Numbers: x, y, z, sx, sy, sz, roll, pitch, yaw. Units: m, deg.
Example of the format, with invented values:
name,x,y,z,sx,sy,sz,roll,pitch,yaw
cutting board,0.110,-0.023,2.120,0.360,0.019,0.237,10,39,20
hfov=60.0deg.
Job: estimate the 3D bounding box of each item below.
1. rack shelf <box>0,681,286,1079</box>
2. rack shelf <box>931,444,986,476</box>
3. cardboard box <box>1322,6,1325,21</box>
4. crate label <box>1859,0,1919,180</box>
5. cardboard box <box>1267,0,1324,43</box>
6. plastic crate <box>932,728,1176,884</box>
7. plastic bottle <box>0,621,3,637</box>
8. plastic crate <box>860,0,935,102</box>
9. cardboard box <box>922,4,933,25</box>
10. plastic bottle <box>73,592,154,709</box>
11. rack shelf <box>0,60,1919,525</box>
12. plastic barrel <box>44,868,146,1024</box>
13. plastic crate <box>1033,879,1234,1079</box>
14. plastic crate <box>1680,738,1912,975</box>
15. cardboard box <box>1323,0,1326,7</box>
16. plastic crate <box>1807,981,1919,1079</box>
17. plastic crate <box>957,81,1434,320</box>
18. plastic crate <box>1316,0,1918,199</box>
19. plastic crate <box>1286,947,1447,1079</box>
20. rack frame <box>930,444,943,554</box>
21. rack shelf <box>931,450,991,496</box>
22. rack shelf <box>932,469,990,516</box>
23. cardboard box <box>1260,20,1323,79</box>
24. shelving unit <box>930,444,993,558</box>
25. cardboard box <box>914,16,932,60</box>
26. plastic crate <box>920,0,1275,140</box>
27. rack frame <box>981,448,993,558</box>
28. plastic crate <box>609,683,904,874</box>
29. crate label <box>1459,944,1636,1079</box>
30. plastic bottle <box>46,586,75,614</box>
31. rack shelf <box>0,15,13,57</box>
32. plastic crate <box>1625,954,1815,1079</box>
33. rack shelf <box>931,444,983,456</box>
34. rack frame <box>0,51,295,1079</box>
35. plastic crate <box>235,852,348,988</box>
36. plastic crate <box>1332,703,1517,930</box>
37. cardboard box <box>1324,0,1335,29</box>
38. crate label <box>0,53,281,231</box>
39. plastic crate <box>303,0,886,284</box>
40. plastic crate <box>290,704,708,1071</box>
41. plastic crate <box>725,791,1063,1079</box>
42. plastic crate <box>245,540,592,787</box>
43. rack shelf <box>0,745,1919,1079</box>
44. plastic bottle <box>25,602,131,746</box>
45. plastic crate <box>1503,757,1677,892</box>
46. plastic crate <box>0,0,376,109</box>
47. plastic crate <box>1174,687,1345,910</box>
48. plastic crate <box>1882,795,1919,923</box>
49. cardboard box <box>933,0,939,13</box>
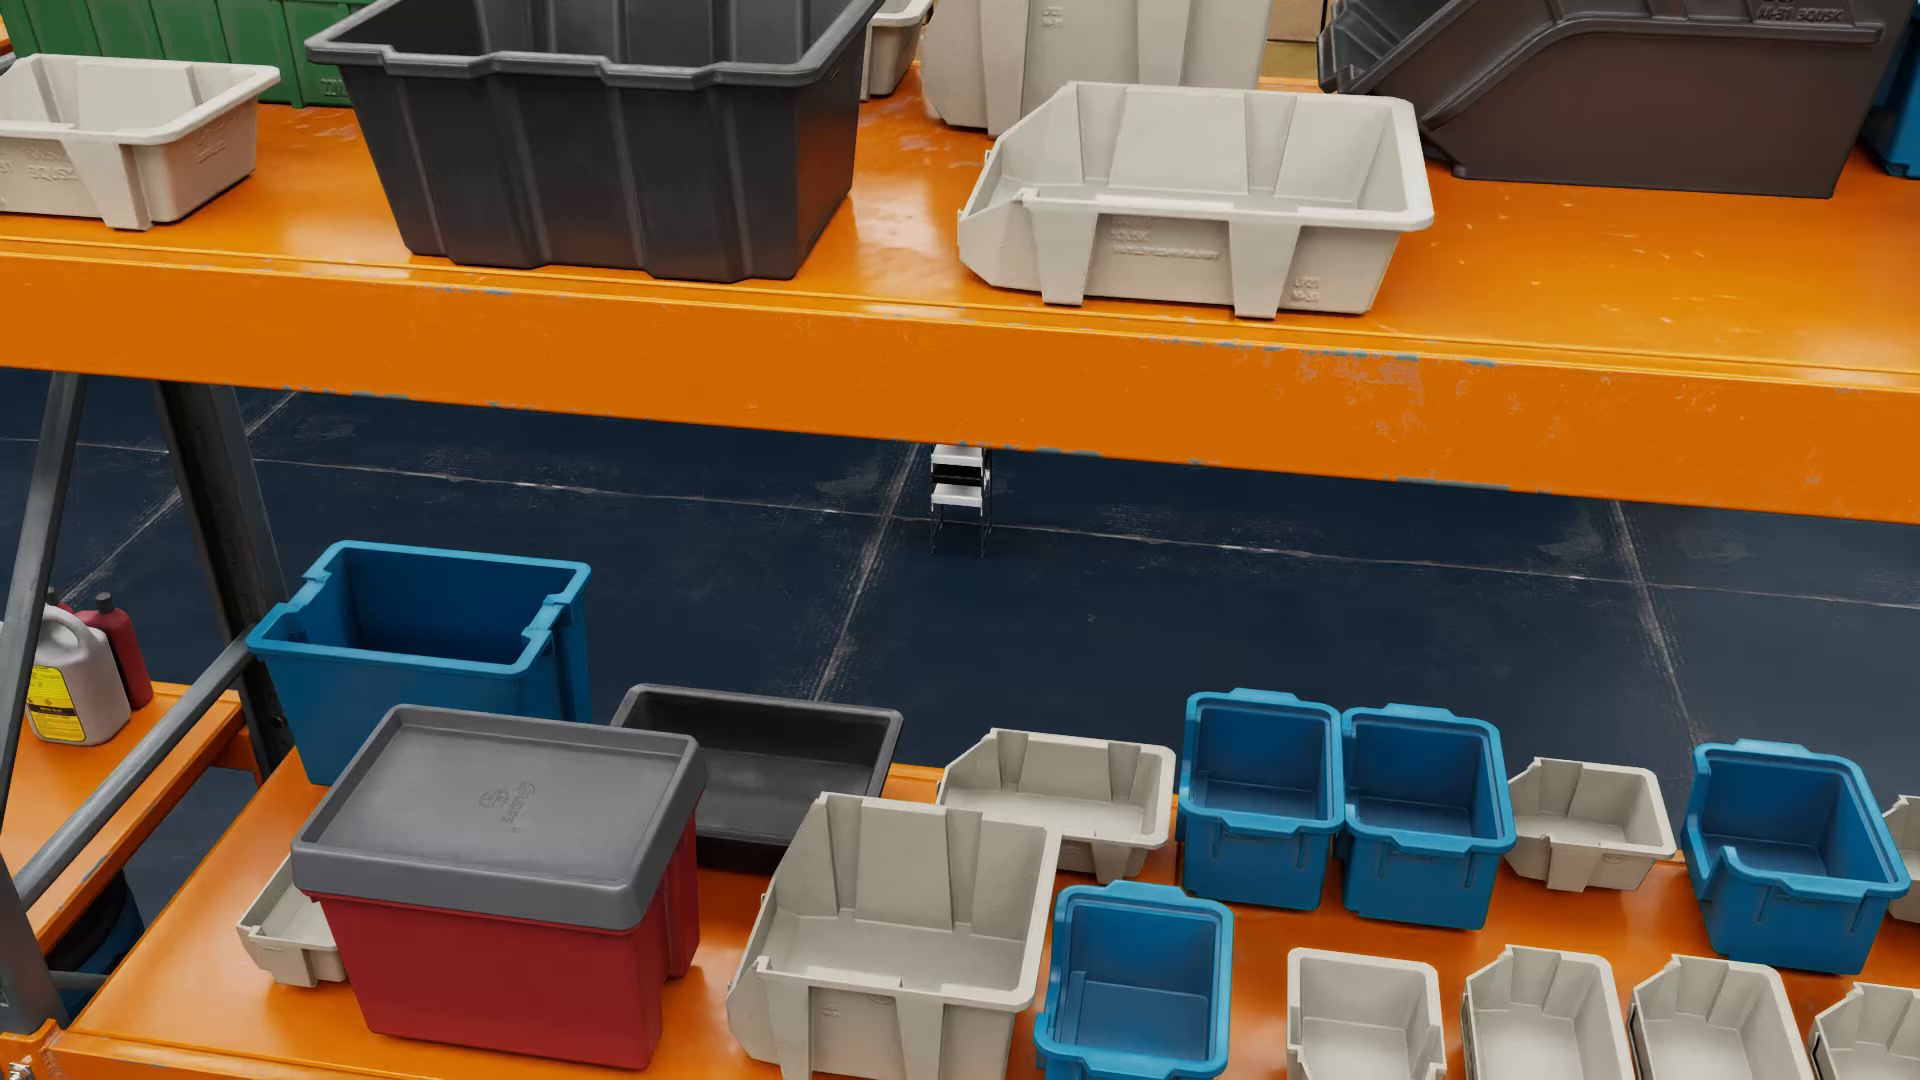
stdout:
name,x,y,z,sx,sy,sz,roll,pitch,yaw
rack shelf,-3.560,0.570,3.690,4.000,0.370,1.077,5,32,8
rack shelf,0.008,-0.352,6.528,0.200,0.077,0.258,5,32,8
cardboard box,1.795,-2.099,7.182,0.500,0.500,0.500,5,32,8
crate label,1.500,-0.659,2.289,0.502,0.251,0.408,5,32,8
cardboard box,1.191,-2.286,6.538,0.500,0.500,0.500,6,33,10
plastic crate,0.179,0.528,3.271,0.466,0.136,0.293,5,32,8
plastic bottle,-2.126,0.259,3.696,0.097,0.201,0.097,0,32,0
plastic crate,-0.270,-0.801,2.625,0.466,0.136,0.293,5,32,8
cardboard box,-0.334,-2.424,6.758,0.500,0.500,0.500,6,33,9
plastic bottle,-1.878,0.237,3.654,0.133,0.283,0.061,5,32,8
rack shelf,0.383,-0.344,2.324,4.000,0.370,1.077,5,32,8
plastic barrel,-2.121,1.098,3.751,0.708,0.901,0.600,5,32,8
plastic crate,0.287,0.797,2.751,0.300,0.233,0.416,5,32,8
plastic crate,1.518,0.593,3.076,0.300,0.233,0.416,5,32,8
cardboard box,1.790,-2.523,6.917,0.500,0.500,0.500,6,32,9
plastic crate,1.521,0.909,2.663,0.243,0.136,0.396,5,32,8
plastic crate,0.276,-0.414,2.005,0.530,0.136,0.437,5,32,8
plastic crate,0.895,-0.725,2.312,0.767,0.338,0.504,5,32,8
plastic crate,0.664,0.847,2.762,0.250,0.136,0.298,5,32,8
rack frame,-0.092,-0.390,6.525,0.006,0.900,0.240,5,32,8
rack shelf,0.008,-0.276,6.576,0.200,0.077,0.258,5,32,8
rack shelf,0.008,-0.200,6.623,0.200,0.077,0.258,5,32,8
cardboard box,1.205,-1.866,6.810,0.500,0.500,0.500,5,32,8
shelving unit,0.008,-0.381,6.510,0.210,0.900,0.258,5,32,8
cardboard box,-0.294,-2.001,7.025,0.500,0.500,0.500,6,33,9
plastic crate,0.222,-0.780,2.453,0.530,0.282,0.437,5,32,8
rack frame,0.108,-0.372,6.496,0.006,0.900,0.240,5,32,8
plastic crate,-0.439,0.494,3.336,0.590,0.125,0.437,5,32,8
crate label,0.959,0.864,2.735,0.243,0.136,0.396,5,32,8
plastic bottle,-2.009,0.225,3.673,0.133,0.283,0.061,5,32,8
rack shelf,-3.560,-0.701,2.894,4.000,0.370,1.077,5,32,8
plastic crate,1.237,0.876,2.716,0.243,0.136,0.396,5,32,8
rack shelf,0.008,-0.429,6.480,0.200,0.077,0.258,5,32,8
rack frame,-1.589,0.445,3.211,0.053,2.616,0.949,5,32,8
plastic crate,-1.153,0.646,3.082,0.243,0.136,0.396,5,32,8
plastic crate,0.869,0.535,3.170,0.300,0.233,0.416,5,32,8
cardboard box,1.697,-2.240,6.465,0.500,0.500,0.500,6,33,10
crate label,-1.154,-0.521,2.177,0.466,0.136,0.293,5,32,8
plastic crate,-0.410,-0.518,2.047,0.590,0.269,0.497,5,32,8
plastic crate,-0.750,0.602,2.844,0.583,0.464,0.402,5,32,8
plastic crate,-0.114,0.701,2.858,0.530,0.282,0.437,5,32,8
plastic crate,-1.070,0.288,3.421,0.575,0.384,0.392,5,32,8
rack shelf,0.383,0.927,3.120,4.000,0.370,1.077,5,32,8
plastic bottle,-1.920,0.260,3.554,0.185,0.351,0.144,5,32,8
plastic crate,1.196,0.560,3.219,0.298,0.136,0.250,5,32,8
plastic crate,-1.120,-0.858,2.666,0.662,0.188,0.450,5,32,8
plastic crate,0.573,0.508,3.213,0.300,0.233,0.416,5,32,8
plastic crate,1.865,0.621,3.123,0.298,0.136,0.250,5,32,8
cardboard box,0.175,-2.378,6.685,0.500,0.500,0.500,4,32,7
